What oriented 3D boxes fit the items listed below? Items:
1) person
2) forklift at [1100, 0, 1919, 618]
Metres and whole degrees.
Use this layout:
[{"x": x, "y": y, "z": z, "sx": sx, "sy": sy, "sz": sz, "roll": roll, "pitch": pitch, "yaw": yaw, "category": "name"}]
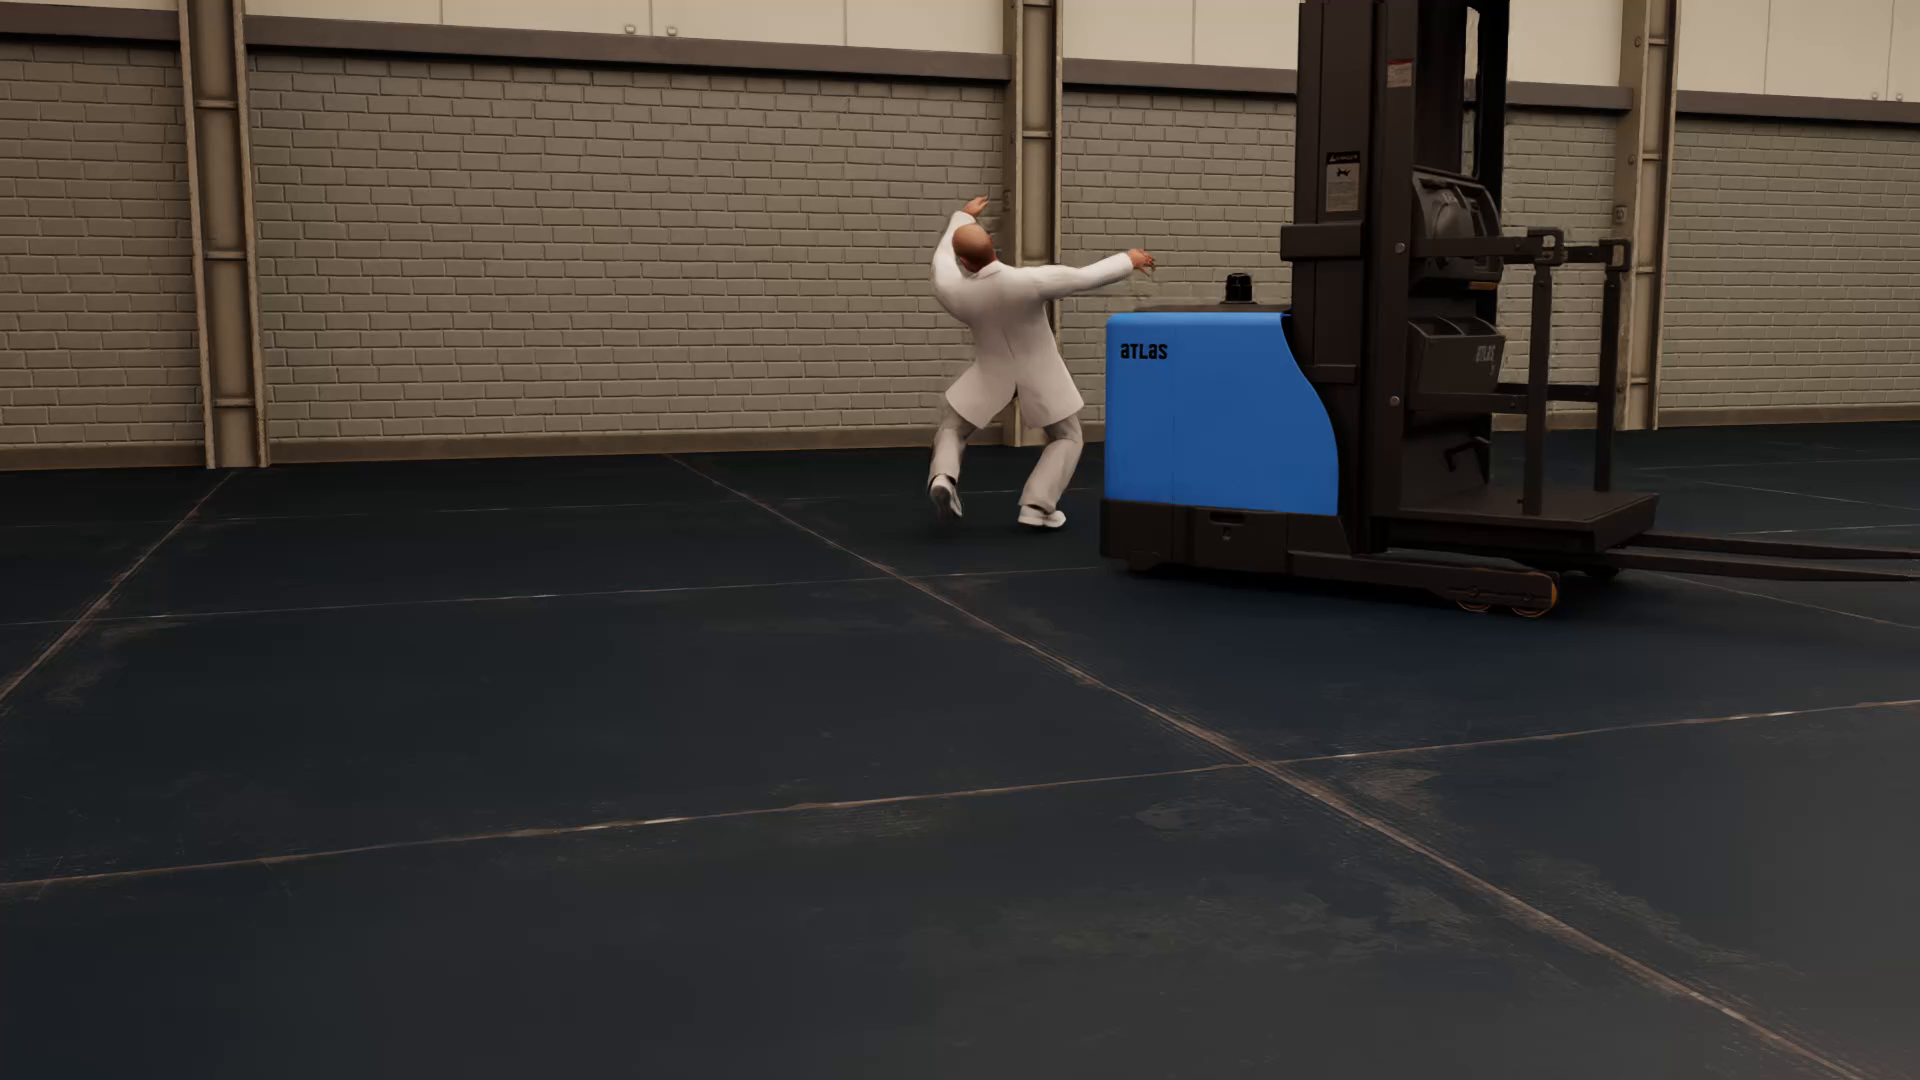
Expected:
[{"x": 0.398, "y": -0.874, "z": 8.167, "sx": 1.108, "sy": 1.651, "sz": 0.688, "roll": 1, "pitch": 8, "yaw": 7, "category": "person"}, {"x": 2.086, "y": -1.257, "z": 6.289, "sx": 3.031, "sy": 2.935, "sz": 1.130, "roll": 5, "pitch": 9, "yaw": 34, "category": "forklift"}]
